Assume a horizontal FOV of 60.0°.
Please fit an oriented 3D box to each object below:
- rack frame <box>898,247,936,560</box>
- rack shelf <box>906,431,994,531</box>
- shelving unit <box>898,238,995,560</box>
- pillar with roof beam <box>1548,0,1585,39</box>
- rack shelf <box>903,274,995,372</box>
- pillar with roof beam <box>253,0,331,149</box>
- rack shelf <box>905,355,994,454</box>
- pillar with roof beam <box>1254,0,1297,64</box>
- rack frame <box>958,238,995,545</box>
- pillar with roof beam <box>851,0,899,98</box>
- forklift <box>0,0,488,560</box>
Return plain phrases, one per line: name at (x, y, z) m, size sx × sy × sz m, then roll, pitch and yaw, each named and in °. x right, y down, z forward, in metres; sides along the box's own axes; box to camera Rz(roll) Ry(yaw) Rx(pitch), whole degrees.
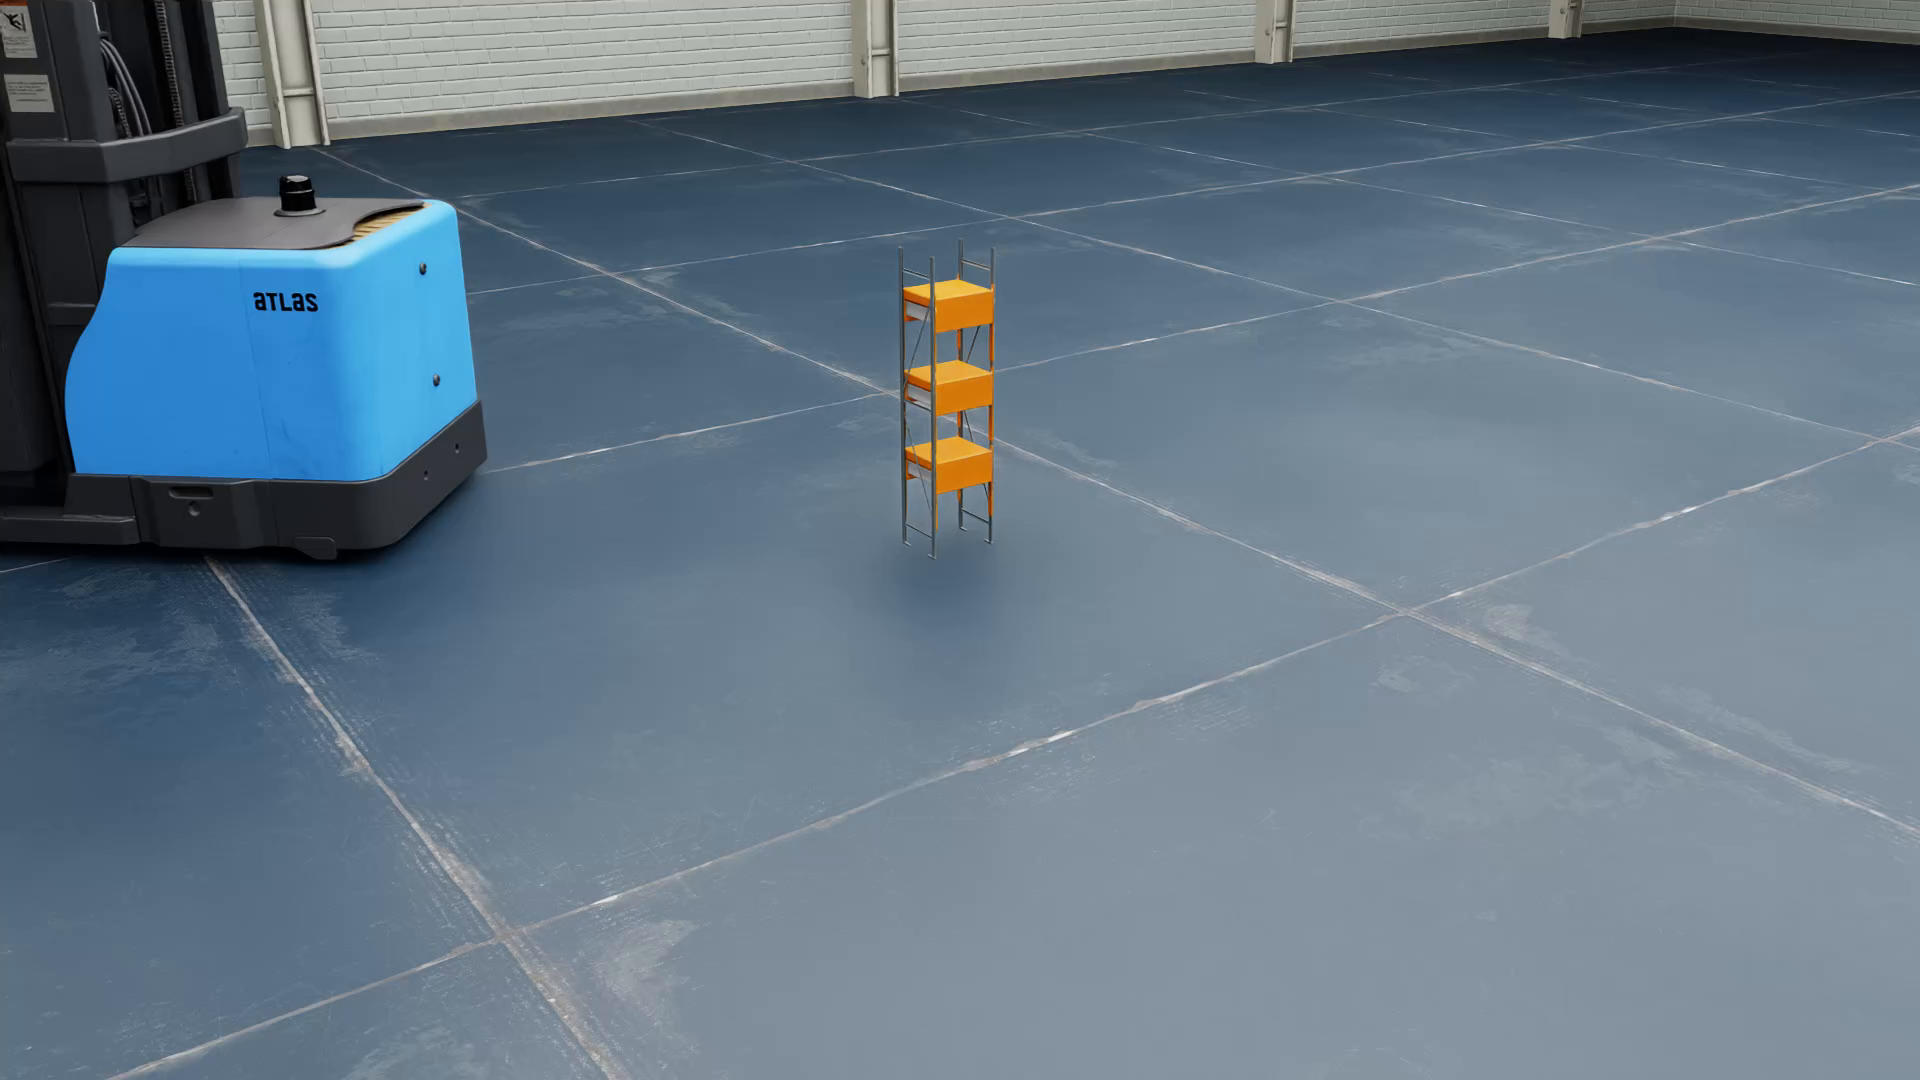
rack frame at (-0.142, -0.450, 5.607) m, size 0.008 × 1.050 × 0.200 m, roll -15°, pitch 26°, yaw -33°
rack shelf at (-0.043, -0.208, 5.780) m, size 0.240 × 0.259 × 0.215 m, roll -15°, pitch 26°, yaw -33°
shelving unit at (-0.043, -0.476, 5.673) m, size 0.252 × 1.050 × 0.215 m, roll -15°, pitch 26°, yaw -33°
pillar with roof beam at (11.354, -10.253, 19.449) m, size 0.400 × 9.000 × 9.100 m, roll -15°, pitch 26°, yaw -33°
rack shelf at (-0.043, -0.730, 5.572) m, size 0.240 × 0.259 × 0.215 m, roll -15°, pitch 26°, yaw -33°
pillar with roof beam at (-3.257, -6.357, 9.686) m, size 0.400 × 9.000 × 9.100 m, roll -15°, pitch 26°, yaw -33°
rack shelf at (-0.043, -0.466, 5.677) m, size 0.240 × 0.259 × 0.215 m, roll -15°, pitch 26°, yaw -33°
pillar with roof beam at (6.483, -8.954, 16.195) m, size 0.400 × 9.000 × 9.100 m, roll -15°, pitch 26°, yaw -33°
rack frame at (0.056, -0.502, 5.739) m, size 0.008 × 1.050 × 0.200 m, roll -15°, pitch 26°, yaw -33°
pillar with roof beam at (1.613, -7.656, 12.940) m, size 0.400 × 9.000 × 9.100 m, roll -15°, pitch 26°, yaw -33°
forklift at (-3.393, -1.500, 5.702) m, size 3.031 × 2.935 × 1.130 m, roll 2°, pitch 22°, yaw 5°
